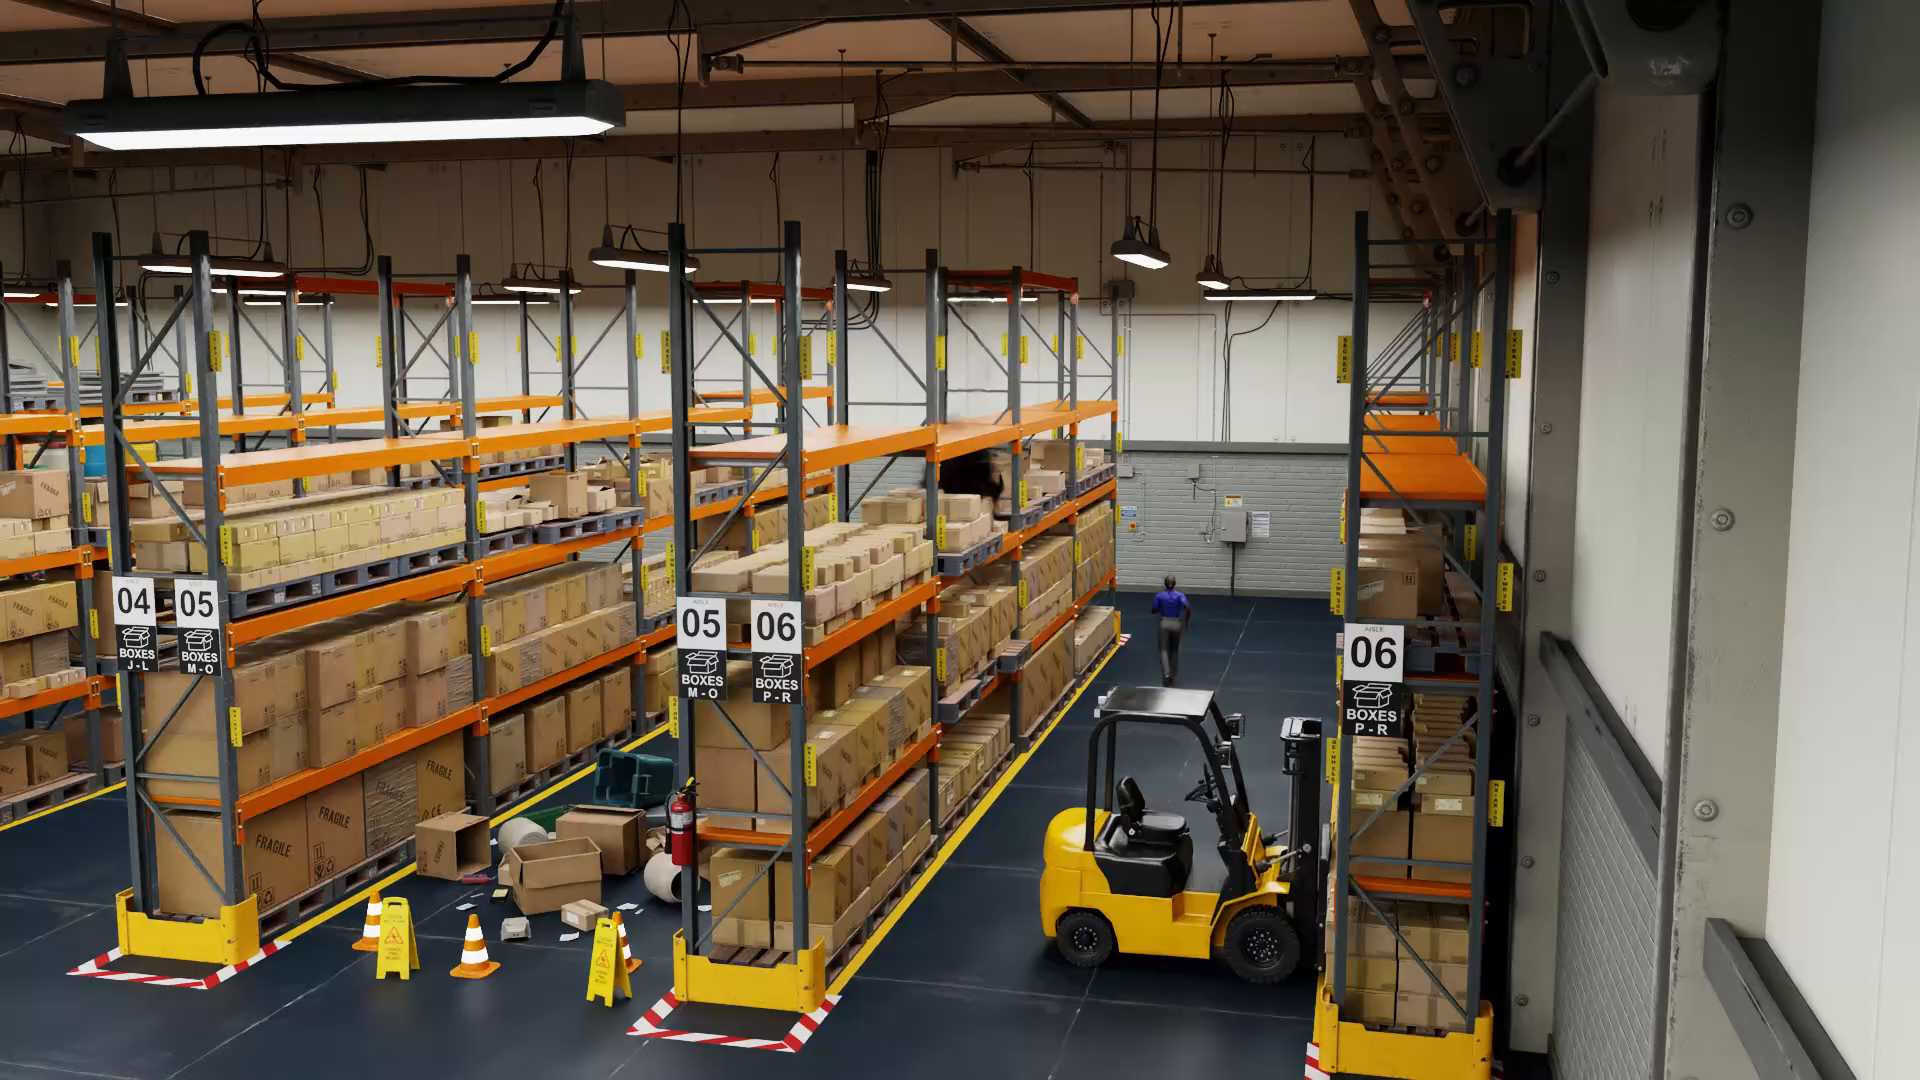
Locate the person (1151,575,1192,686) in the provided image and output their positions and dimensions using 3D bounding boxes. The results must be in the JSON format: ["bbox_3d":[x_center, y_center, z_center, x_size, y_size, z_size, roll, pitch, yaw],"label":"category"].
[{"bbox_3d":[3.104,1.331,24.587,0.569,1.660,0.926,0,7,0],"label":"person"}]
